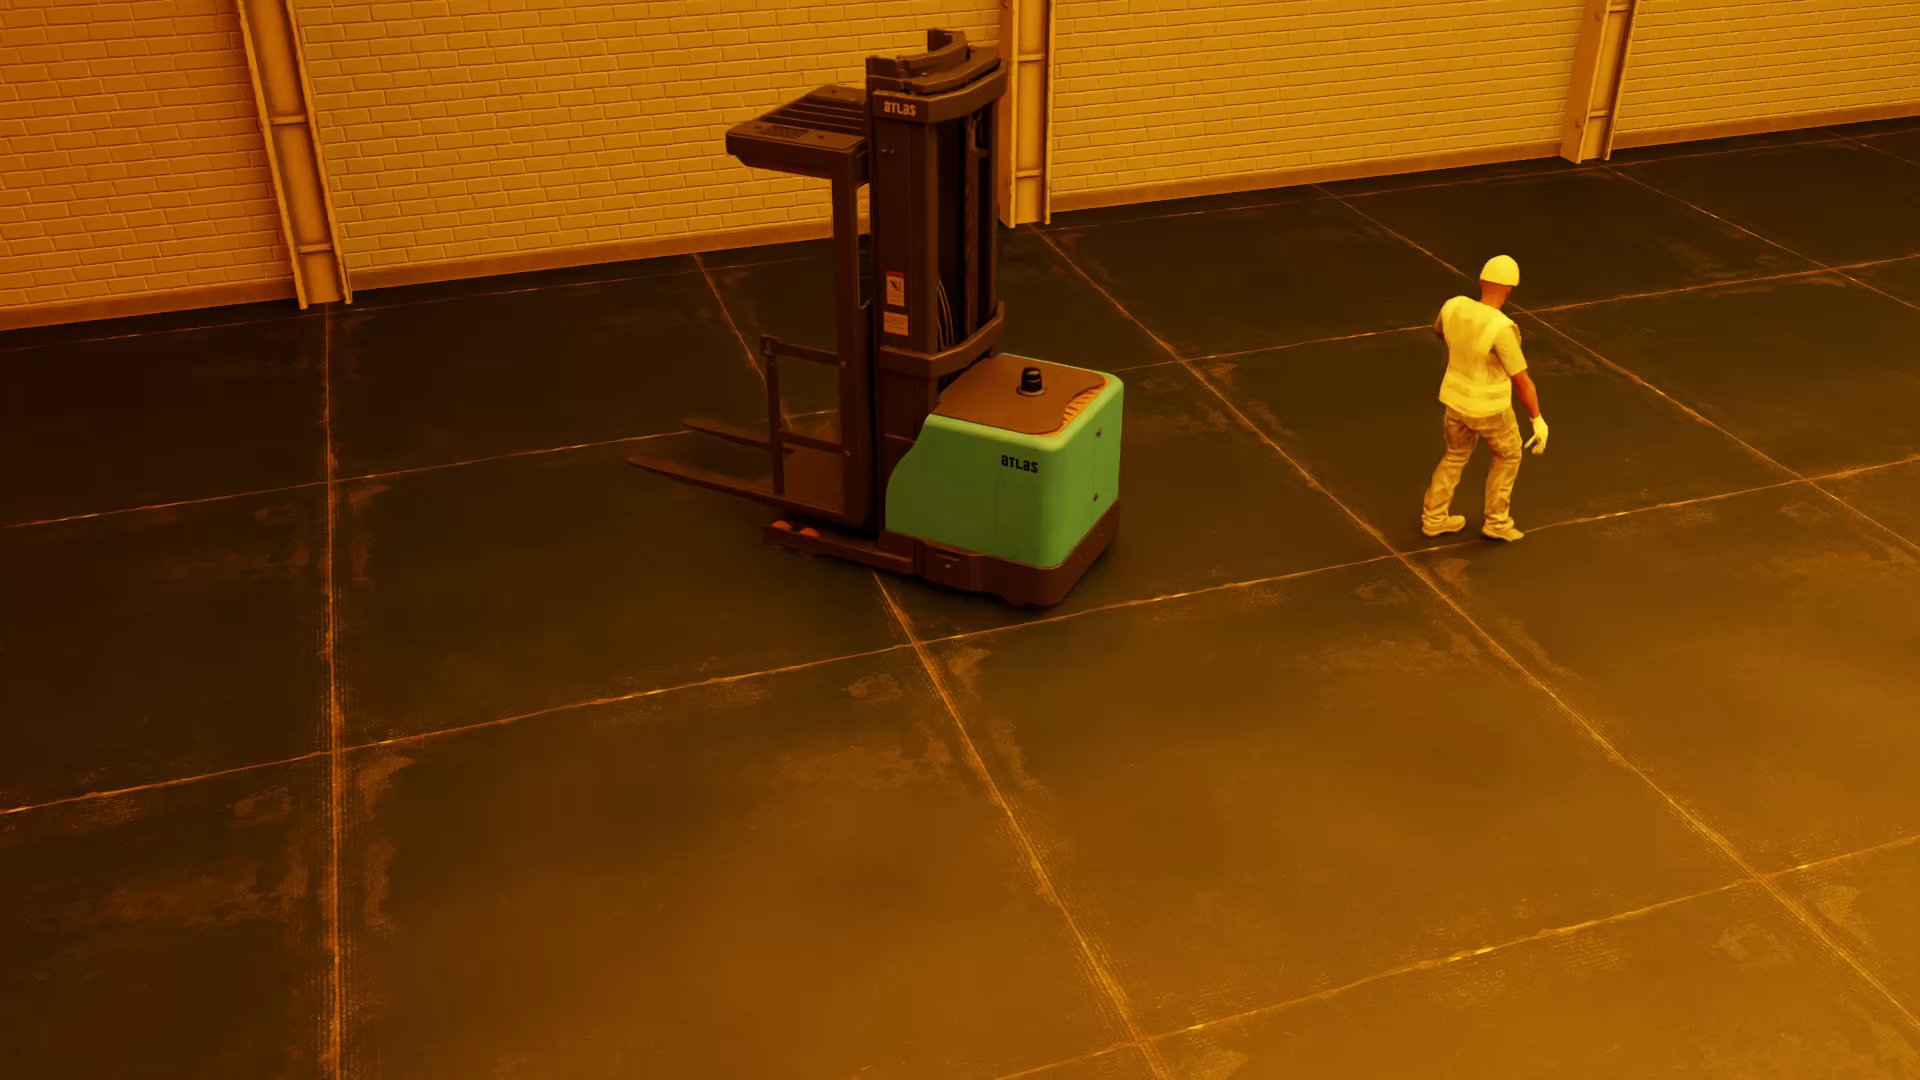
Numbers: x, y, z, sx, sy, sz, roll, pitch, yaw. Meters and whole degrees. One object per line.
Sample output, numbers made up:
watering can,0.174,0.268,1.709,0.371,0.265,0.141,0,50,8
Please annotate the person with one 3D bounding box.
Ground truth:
person,3.101,-0.797,9.701,0.580,1.806,1.026,-13,33,-22

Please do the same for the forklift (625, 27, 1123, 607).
forklift,-0.605,-1.393,9.508,3.031,2.935,1.130,14,33,23
